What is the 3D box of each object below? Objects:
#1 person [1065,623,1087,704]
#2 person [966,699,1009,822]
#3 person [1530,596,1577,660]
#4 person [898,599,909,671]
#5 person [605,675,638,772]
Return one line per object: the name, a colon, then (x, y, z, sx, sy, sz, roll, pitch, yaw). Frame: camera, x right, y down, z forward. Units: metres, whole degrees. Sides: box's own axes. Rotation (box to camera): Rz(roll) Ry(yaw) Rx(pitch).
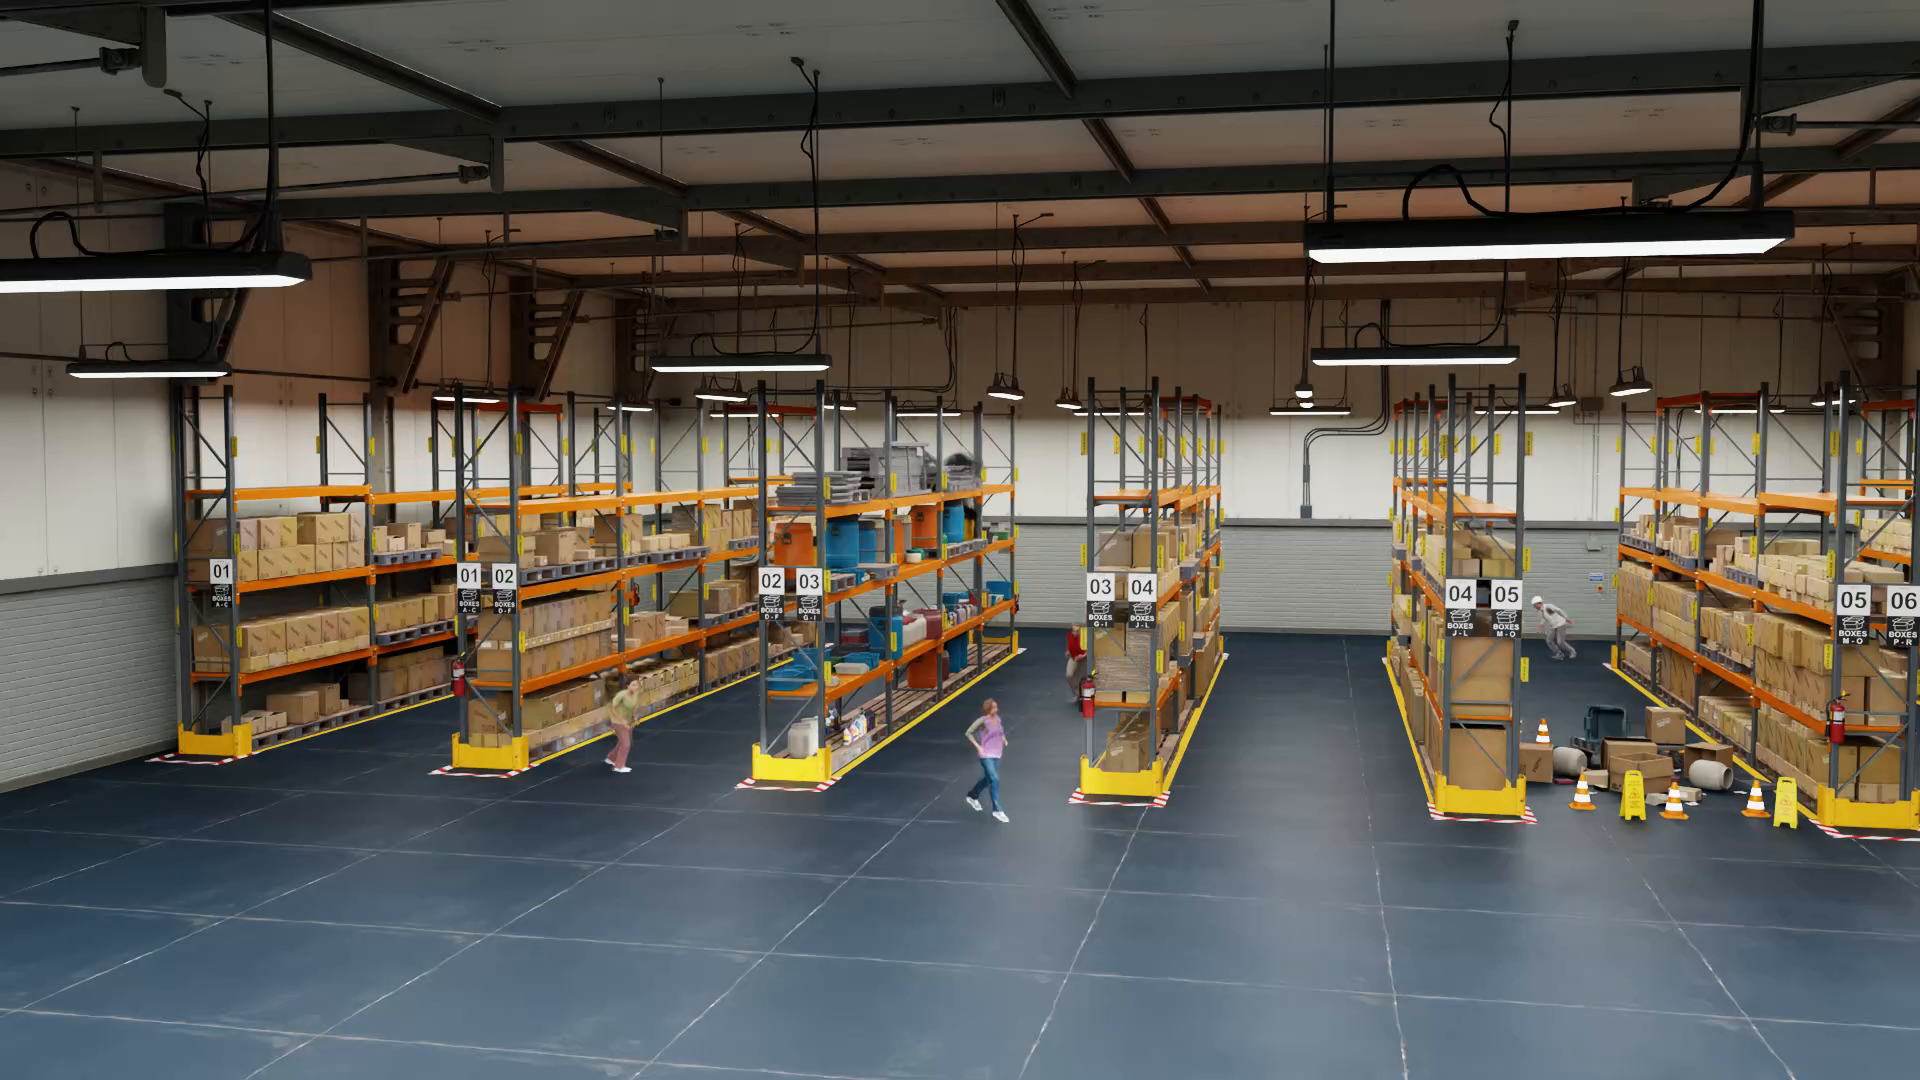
person: (2.368, 2.381, 32.643, 0.674, 1.572, 1.075, 1, 3, 22)
person: (0.368, 2.932, 22.377, 0.788, 1.617, 0.561, 3, 4, 41)
person: (13.975, 2.077, 39.199, 0.992, 1.496, 0.668, 0, 3, -9)
person: (-1.279, 2.103, 37.313, 0.626, 1.632, 0.591, 2, 4, 34)
person: (-5.206, 2.810, 25.563, 0.816, 1.528, 0.603, 2, 4, 28)
